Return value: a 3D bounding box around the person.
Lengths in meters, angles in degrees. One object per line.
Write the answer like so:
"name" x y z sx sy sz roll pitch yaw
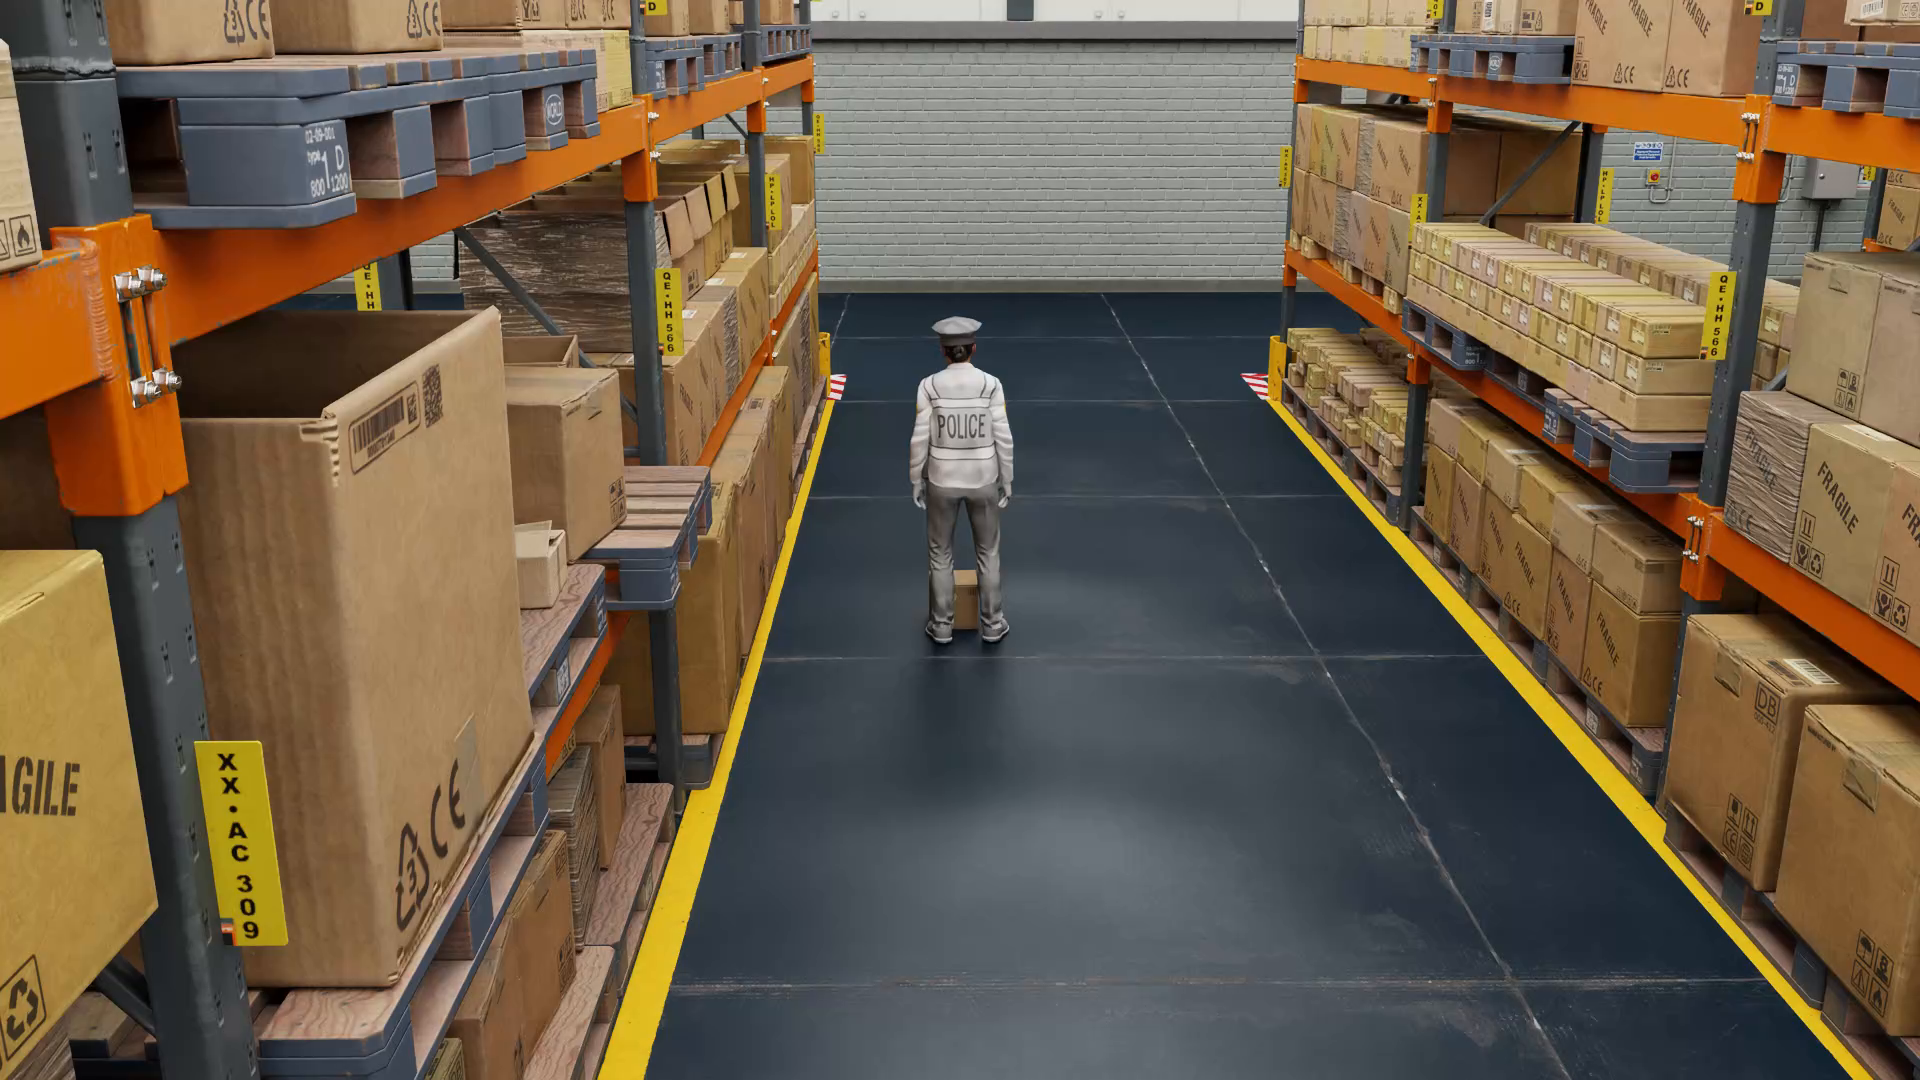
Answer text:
"person" 0.009 -0.283 8.454 0.527 1.662 0.376 -1 17 -2
